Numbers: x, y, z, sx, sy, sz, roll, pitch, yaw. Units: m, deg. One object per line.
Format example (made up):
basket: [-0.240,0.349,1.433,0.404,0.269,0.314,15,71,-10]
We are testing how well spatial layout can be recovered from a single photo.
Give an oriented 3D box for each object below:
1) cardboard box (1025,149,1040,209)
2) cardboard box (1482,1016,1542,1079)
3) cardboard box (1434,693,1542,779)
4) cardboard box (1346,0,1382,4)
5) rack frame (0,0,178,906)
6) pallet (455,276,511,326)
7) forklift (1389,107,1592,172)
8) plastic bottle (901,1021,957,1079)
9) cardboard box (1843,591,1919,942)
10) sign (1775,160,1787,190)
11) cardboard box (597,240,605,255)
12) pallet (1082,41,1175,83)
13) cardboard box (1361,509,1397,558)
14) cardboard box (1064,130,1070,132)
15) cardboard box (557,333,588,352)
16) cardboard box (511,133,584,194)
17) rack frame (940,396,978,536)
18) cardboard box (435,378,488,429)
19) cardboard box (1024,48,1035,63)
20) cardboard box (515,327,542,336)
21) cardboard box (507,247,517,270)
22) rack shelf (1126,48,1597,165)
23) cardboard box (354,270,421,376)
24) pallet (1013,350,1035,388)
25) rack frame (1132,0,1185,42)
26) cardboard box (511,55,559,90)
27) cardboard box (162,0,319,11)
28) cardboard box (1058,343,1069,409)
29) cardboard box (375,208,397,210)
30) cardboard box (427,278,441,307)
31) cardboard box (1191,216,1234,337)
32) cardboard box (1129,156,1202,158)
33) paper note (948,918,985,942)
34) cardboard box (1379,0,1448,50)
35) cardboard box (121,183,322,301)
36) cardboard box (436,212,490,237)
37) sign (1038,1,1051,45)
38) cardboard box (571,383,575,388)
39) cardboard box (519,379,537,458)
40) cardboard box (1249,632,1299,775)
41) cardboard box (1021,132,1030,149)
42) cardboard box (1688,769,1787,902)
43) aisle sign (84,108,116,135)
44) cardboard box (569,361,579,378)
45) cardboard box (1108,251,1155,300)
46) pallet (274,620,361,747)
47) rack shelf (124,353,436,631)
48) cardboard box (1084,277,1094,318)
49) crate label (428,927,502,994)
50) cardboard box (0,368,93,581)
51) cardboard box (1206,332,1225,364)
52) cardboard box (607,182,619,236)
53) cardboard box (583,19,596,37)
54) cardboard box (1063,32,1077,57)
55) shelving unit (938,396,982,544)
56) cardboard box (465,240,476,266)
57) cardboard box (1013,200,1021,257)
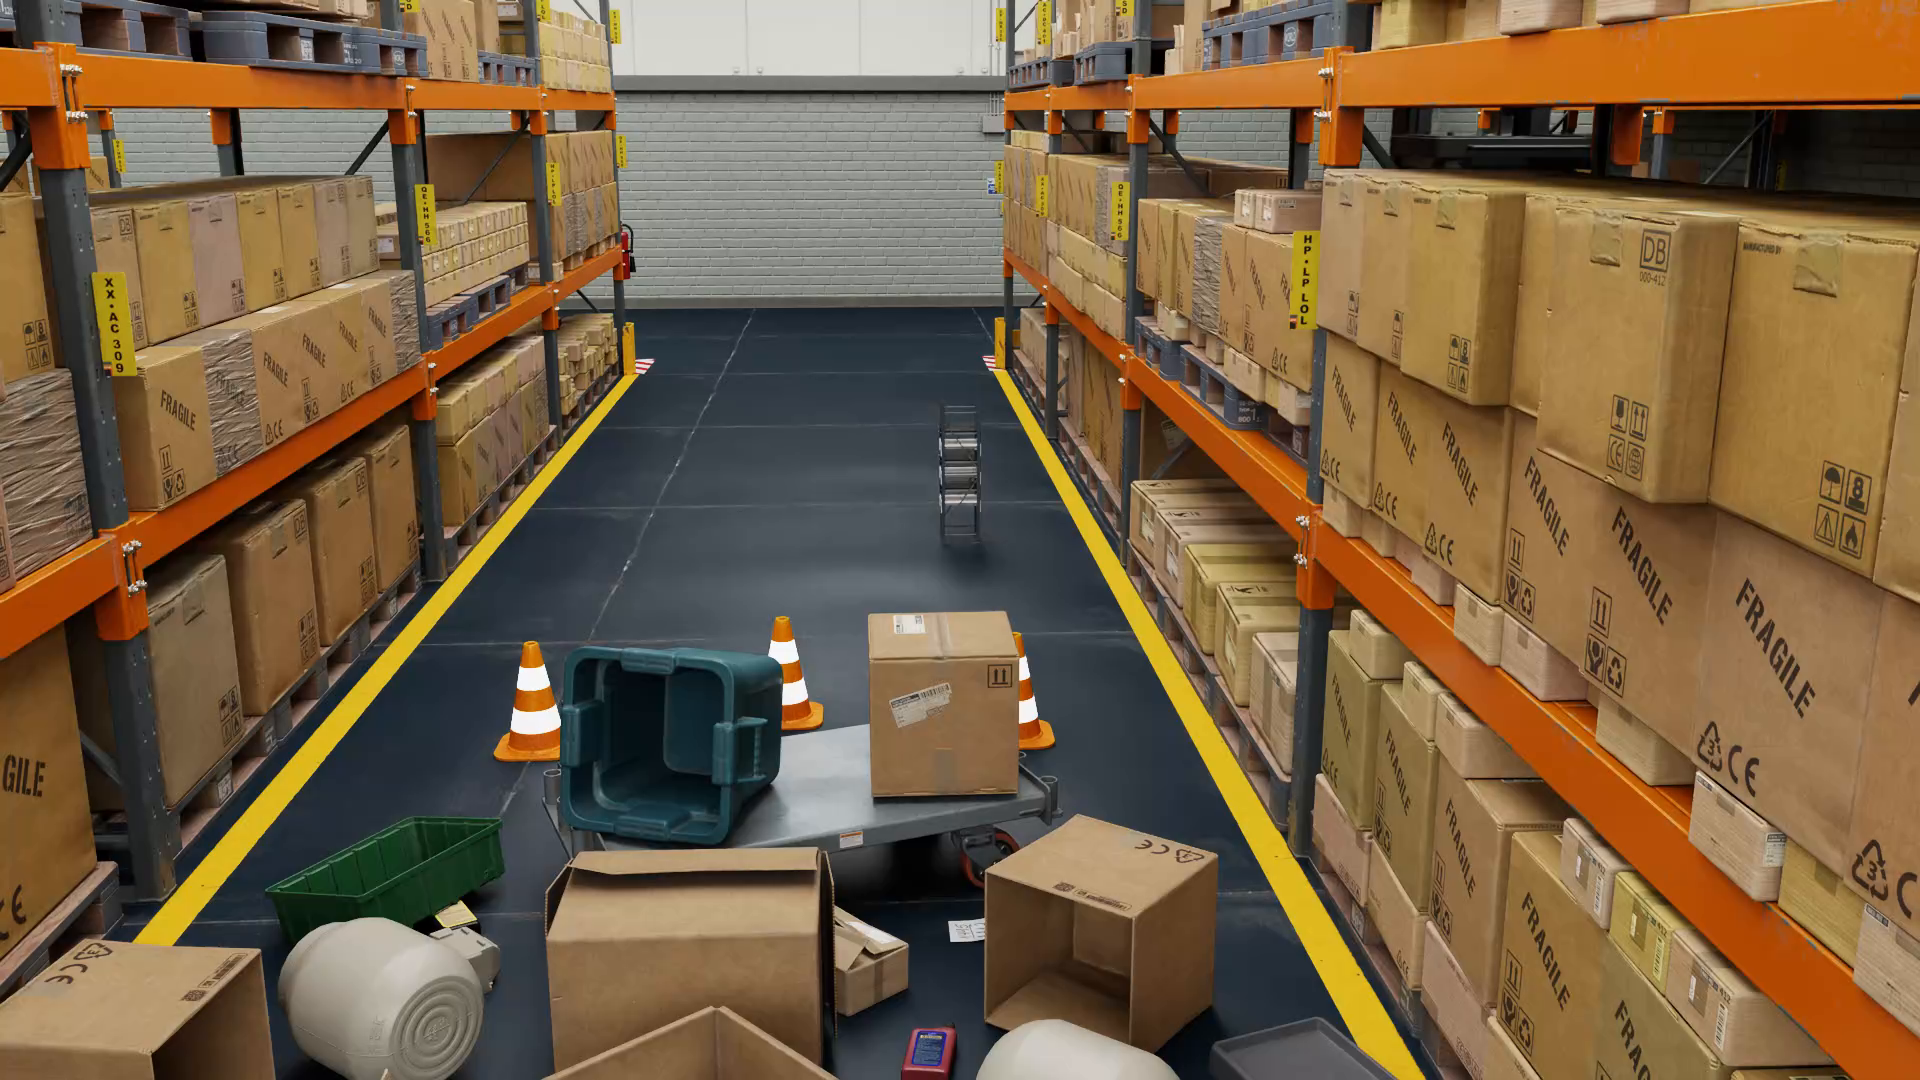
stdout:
cardboard box: [0.845,-3.203,14.749,0.500,0.500,0.500,-1,14,-3]
cardboard box: [1.576,1.352,3.927,0.500,0.250,0.500,-1,14,-5]
cardboard box: [1.478,0.513,4.380,0.380,0.149,0.250,0,14,0]
cardboard box: [1.463,-1.726,4.898,0.500,0.250,0.500,-1,14,-5]
rack frame: [-3.225,-0.214,5.337,1.000,3.000,0.127,-1,14,-3]
pallet: [-3.636,-1.607,11.138,1.003,0.211,1.213,-1,14,-3]
forklift: [3.073,-1.301,9.702,1.130,2.935,3.031,-1,14,-3]
plastic bottle: [-0.083,1.458,4.738,0.133,0.061,0.283,2,15,6]
cardboard box: [1.649,0.356,2.324,0.500,0.500,0.500,-1,14,-4]
sign: [6.721,-2.953,13.658,0.100,0.325,0.005,-1,14,-3]
cardboard box: [-3.619,-2.812,15.940,0.380,0.149,0.250,0,14,-2]
pallet: [1.369,-2.831,9.867,1.213,0.211,1.003,0,14,-1]
cardboard box: [1.476,-0.048,5.198,0.380,0.149,0.250,0,14,-2]
cardboard box: [1.228,-3.997,16.534,0.380,0.149,0.250,-1,14,-2]
cardboard box: [-3.606,-1.792,15.156,0.380,0.149,0.250,-1,14,-3]
cardboard box: [-3.553,-3.250,14.335,0.500,0.500,0.500,-1,14,-3]
rack frame: [-0.007,-0.463,10.520,0.240,0.900,0.006,-1,14,-3]
cardboard box: [-3.305,-0.866,10.540,0.500,0.250,0.500,-1,14,-4]
cardboard box: [0.804,-4.608,15.858,0.380,0.149,0.250,0,14,-1]
cardboard box: [-4.144,-1.912,15.624,0.380,0.149,0.250,0,14,-1]
cardboard box: [-3.468,-2.063,12.185,0.380,0.149,0.250,-1,14,-4]
rack shelf: [1.585,-1.917,7.381,1.077,0.370,4.000,-1,14,-3]
cardboard box: [-3.177,-1.149,8.772,0.500,0.500,0.500,-1,14,-3]
pallet: [1.093,-1.751,16.910,1.003,0.211,1.213,-1,14,-3]
rack frame: [1.461,-4.215,8.851,1.000,3.000,0.127,-1,14,-3]
cardboard box: [-3.486,-3.703,13.178,0.500,0.250,0.500,0,14,-1]
cardboard box: [-3.086,-2.533,7.089,0.500,0.500,0.500,-1,14,-3]
cardboard box: [1.282,-1.425,14.345,0.875,0.438,0.875,-1,14,-4]
cardboard box: [-4.106,-2.273,11.808,0.380,0.149,0.250,-1,14,-4]
cardboard box: [-3.316,-1.471,9.886,0.380,0.149,0.250,0,14,-1]
cardboard box: [1.360,-1.204,7.547,0.500,0.500,0.500,-1,14,-6]
cardboard box: [1.531,-2.602,12.411,0.500,0.500,0.500,-1,14,-2]
paper note: [0.039,1.281,5.487,0.148,0.019,0.142,-1,14,-3]
cardboard box: [1.442,-1.499,4.817,0.380,0.149,0.250,-1,14,-3]
cardboard box: [-3.388,-1.376,7.647,0.700,0.500,0.500,-1,14,-4]
cardboard box: [-3.421,-2.152,11.338,0.380,0.149,0.250,-2,15,-6]
sign: [0.660,-4.037,12.982,0.100,0.325,0.005,-1,14,-3]
cardboard box: [-3.506,-1.249,14.238,0.380,0.149,0.250,-1,14,-4]
cardboard box: [-3.392,-0.888,12.133,0.500,0.500,0.500,-1,14,-5]
cardboard box: [1.674,0.624,6.514,0.950,0.372,0.625,-1,14,-3]
cardboard box: [0.766,-3.667,15.252,0.380,0.149,0.250,-1,14,-5]
cardboard box: [1.553,0.523,2.980,0.380,0.149,0.250,-1,14,-2]
aisle sign: [-8.630,-4.428,16.500,0.394,0.787,0.004,-1,14,-3]
cardboard box: [-3.587,-1.523,14.706,0.380,0.149,0.250,0,14,-1]
cardboard box: [1.178,-1.596,10.007,0.500,0.250,0.500,-1,14,-4]
pallet: [-3.427,0.642,7.608,1.003,0.211,1.213,-1,14,-3]
rack shelf: [-3.349,-0.363,7.360,1.077,0.370,4.000,-1,14,-3]
cardboard box: [1.109,-1.611,11.071,0.500,0.250,0.500,-1,14,-4]
crate label: [-1.584,1.314,5.143,0.298,0.136,0.250,-13,20,-42]
cardboard box: [-3.190,-0.195,4.962,0.875,0.550,0.550,-1,14,-3]
cardboard box: [1.348,-0.905,7.687,0.380,0.149,0.250,0,14,-2]
cardboard box: [-3.684,-3.283,16.468,0.500,0.500,0.500,-1,14,-2]
cardboard box: [-3.596,-4.744,15.424,0.380,0.149,0.250,-1,14,-3]
cardboard box: [0.943,-3.528,11.823,0.380,0.166,0.250,-2,15,-7]
shelving unit: [0.000,-0.438,10.422,0.258,0.900,0.210,-1,14,-3]
cardboard box: [-3.384,-1.878,10.869,0.380,0.149,0.250,-1,14,-4]
cardboard box: [0.782,-2.972,15.857,0.500,0.500,0.500,-1,14,-4]
